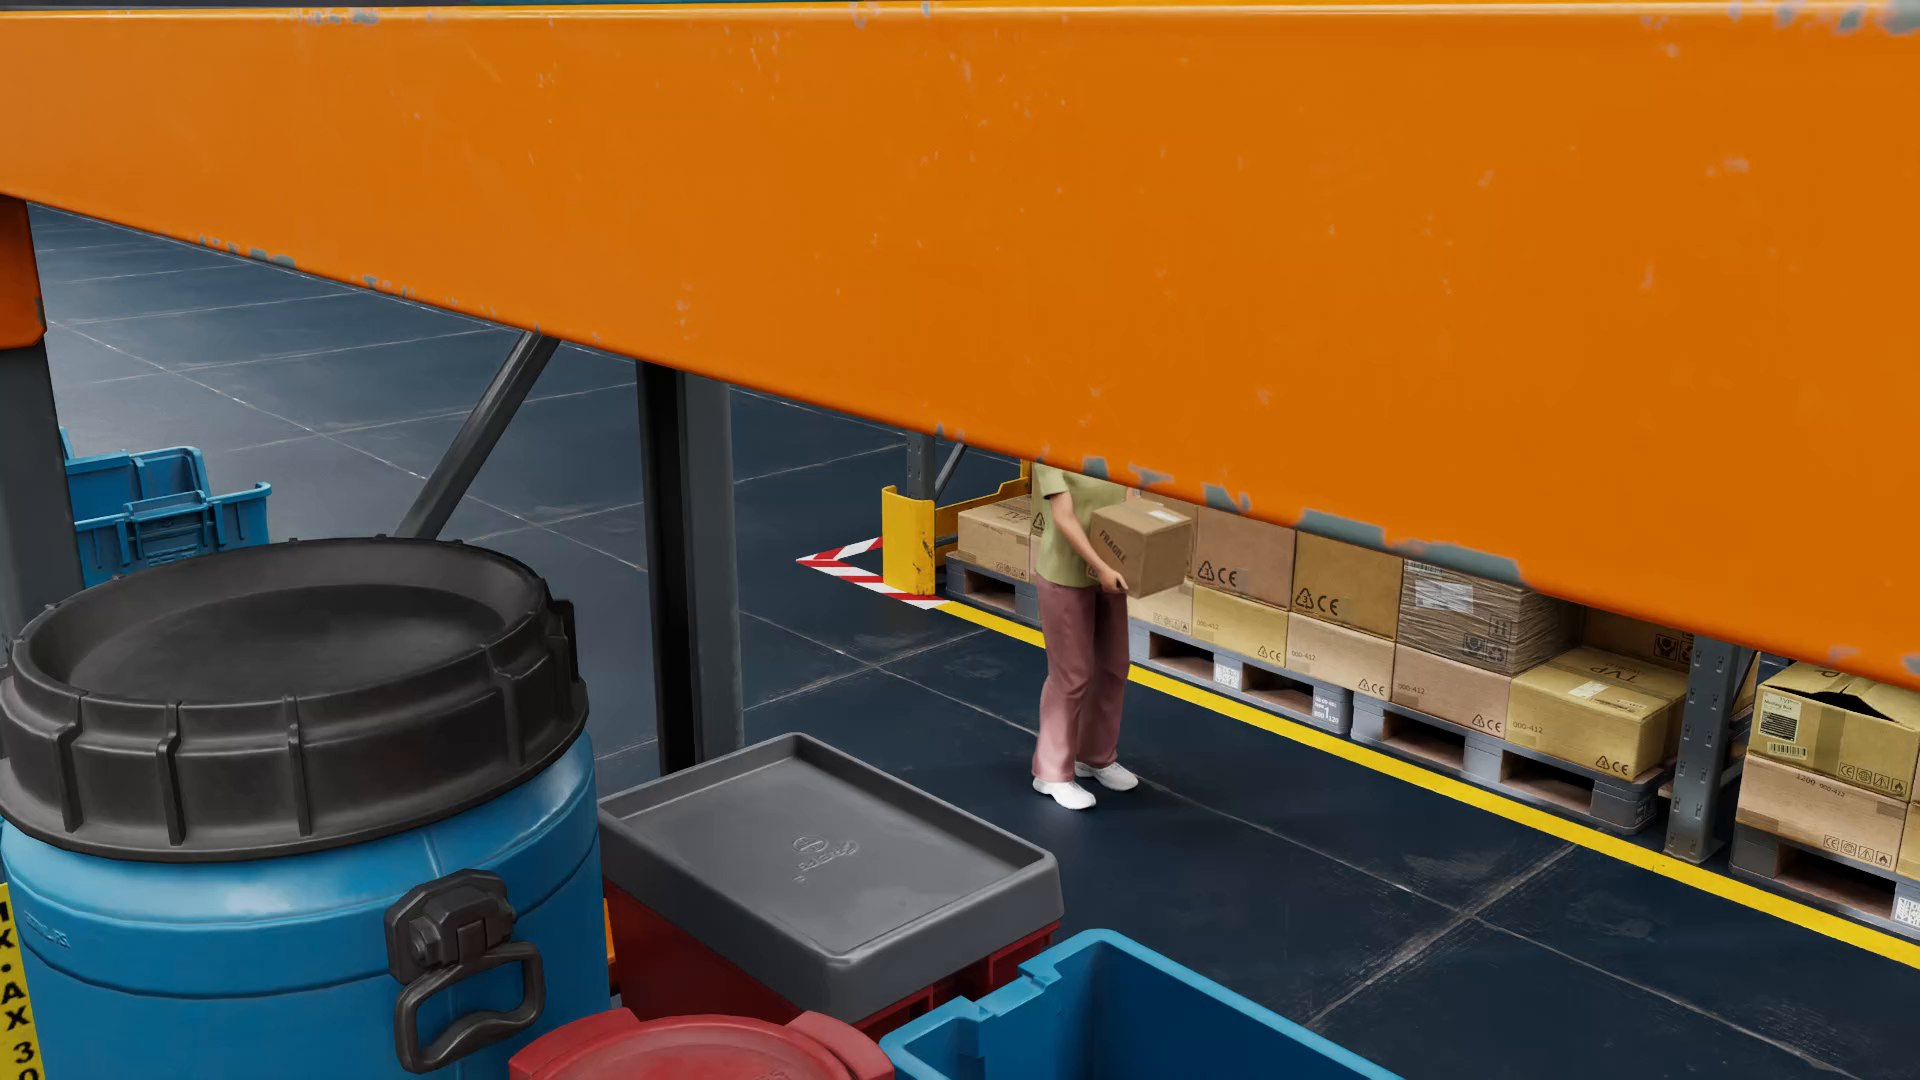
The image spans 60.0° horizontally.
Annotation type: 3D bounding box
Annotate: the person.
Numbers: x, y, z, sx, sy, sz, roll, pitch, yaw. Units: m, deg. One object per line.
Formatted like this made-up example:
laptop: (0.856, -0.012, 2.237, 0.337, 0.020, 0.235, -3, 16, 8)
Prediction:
person: (0.497, 0.158, 6.064, 0.426, 1.662, 0.554, -15, 23, -40)
